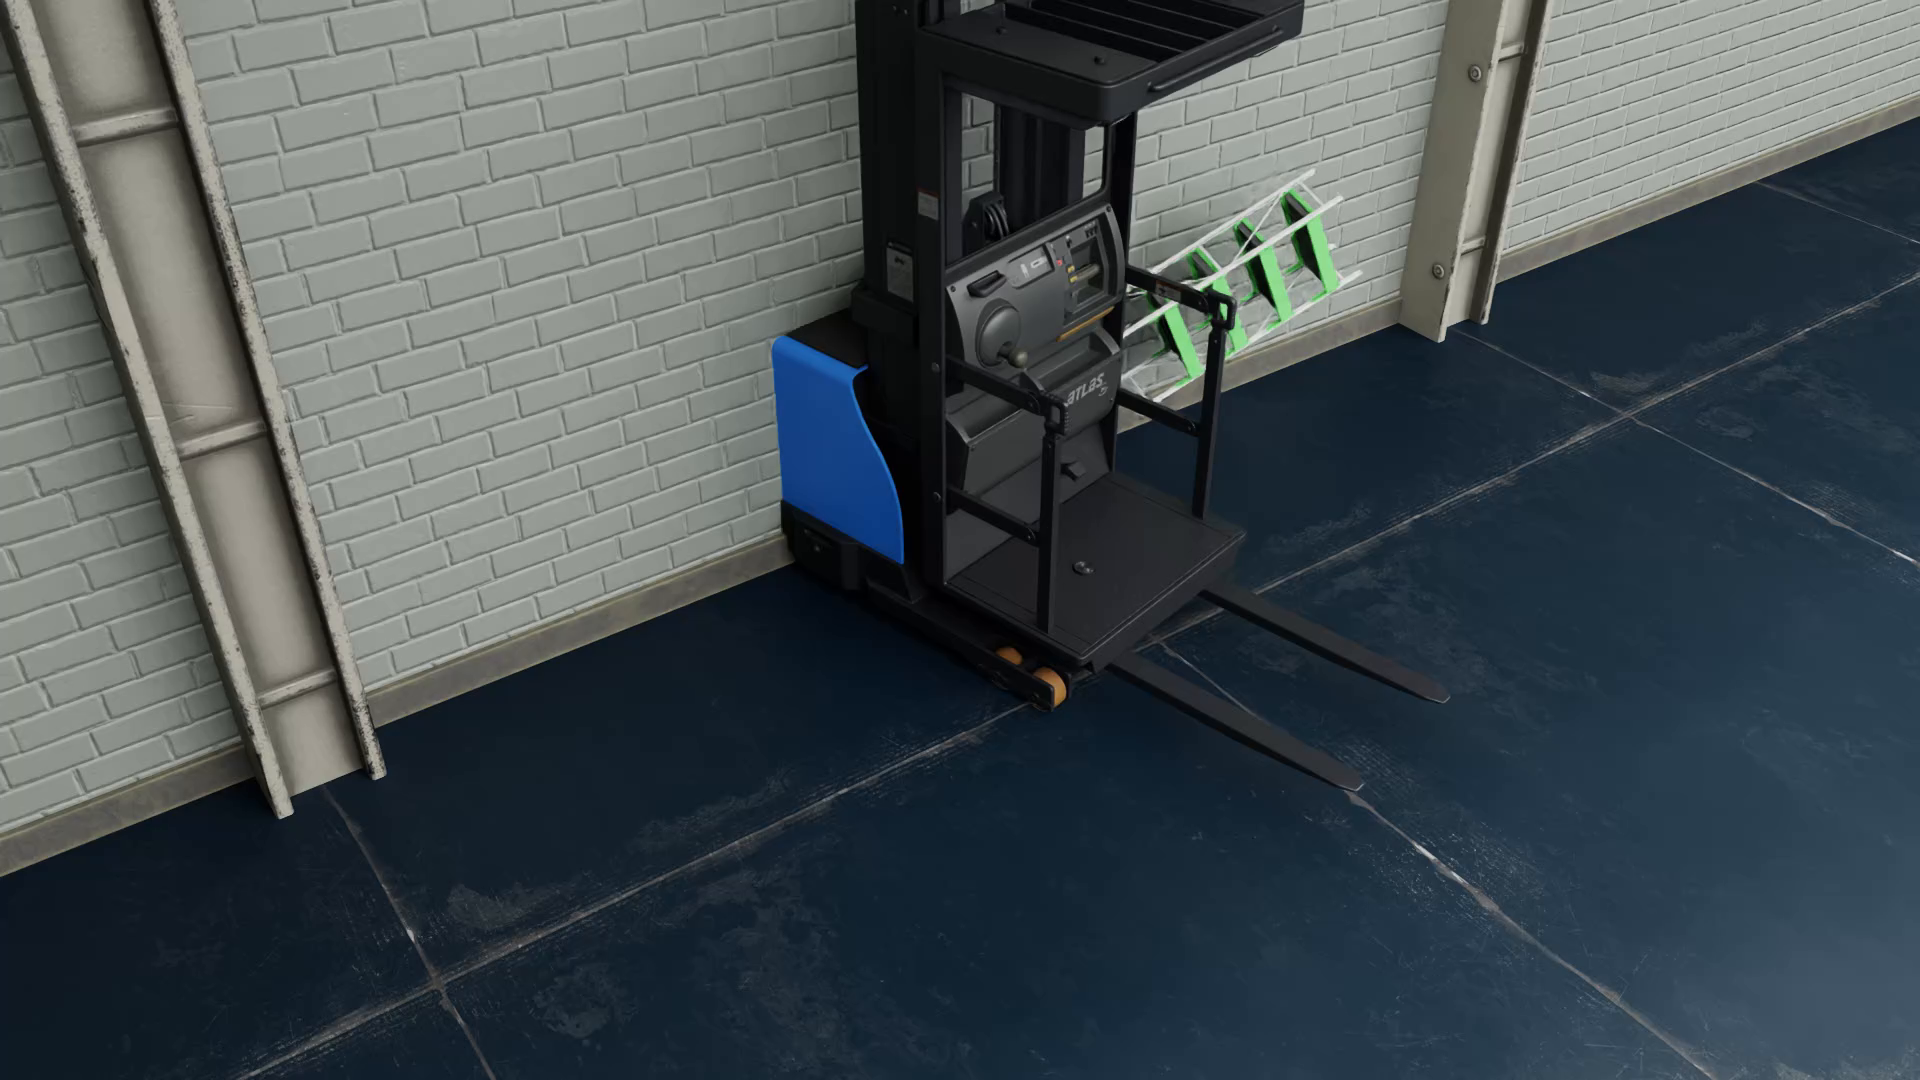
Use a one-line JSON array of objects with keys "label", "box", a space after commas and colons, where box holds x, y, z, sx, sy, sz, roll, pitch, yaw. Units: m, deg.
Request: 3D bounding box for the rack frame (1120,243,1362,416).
[{"label": "rack frame", "box": [1.254, -0.963, 7.576, 1.200, 0.015, 0.240, -32, 50, 2]}]

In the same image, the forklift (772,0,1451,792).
[{"label": "forklift", "box": [0.447, -0.885, 5.970, 3.031, 2.935, 1.130, 28, 44, 33]}]

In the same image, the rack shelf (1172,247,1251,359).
[{"label": "rack shelf", "box": [1.114, -1.058, 7.389, 0.148, 0.480, 0.258, -32, 50, 2]}]

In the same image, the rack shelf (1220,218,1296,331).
[{"label": "rack shelf", "box": [1.317, -1.186, 7.383, 0.148, 0.480, 0.258, -32, 50, 2]}]

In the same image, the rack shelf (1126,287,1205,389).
[{"label": "rack shelf", "box": [0.910, -0.930, 7.395, 0.148, 0.480, 0.258, -32, 50, 2]}]

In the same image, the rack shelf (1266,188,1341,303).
[{"label": "rack shelf", "box": [1.520, -1.313, 7.376, 0.148, 0.480, 0.258, -32, 50, 2]}]

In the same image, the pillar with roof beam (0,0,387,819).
[{"label": "pillar with roof beam", "box": [0.143, -0.750, 0.586, 0.400, 9.000, 9.100, -22, 41, -28]}]

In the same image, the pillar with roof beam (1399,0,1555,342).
[{"label": "pillar with roof beam", "box": [5.048, -2.768, 3.392, 0.400, 9.000, 9.100, -22, 41, -28]}]

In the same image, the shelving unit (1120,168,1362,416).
[{"label": "shelving unit", "box": [1.168, -1.092, 7.387, 1.200, 0.503, 0.258, -32, 50, 2]}]

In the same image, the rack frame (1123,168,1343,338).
[{"label": "rack frame", "box": [1.081, -1.221, 7.199, 1.200, 0.015, 0.240, -32, 50, 2]}]
